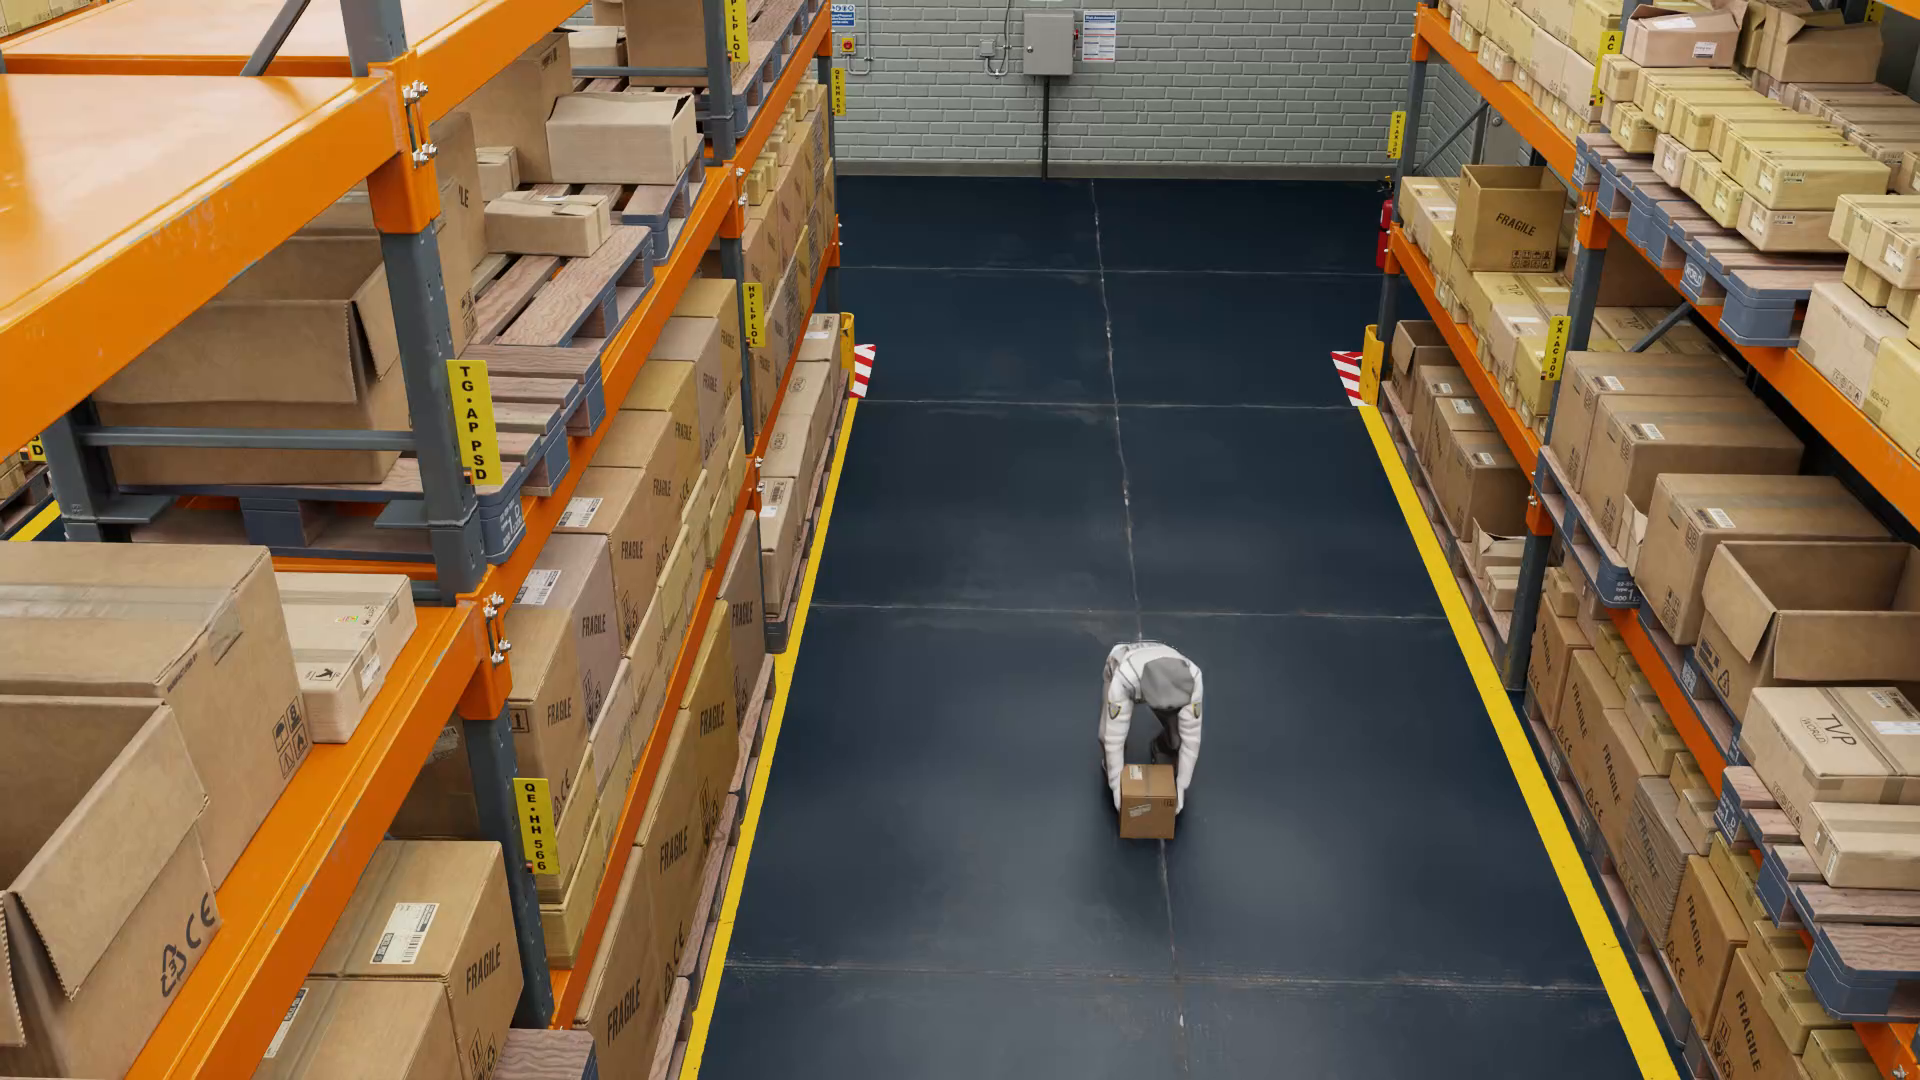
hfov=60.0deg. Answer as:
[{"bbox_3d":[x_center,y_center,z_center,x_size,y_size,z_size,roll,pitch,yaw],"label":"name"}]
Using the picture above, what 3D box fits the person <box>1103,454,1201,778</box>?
[{"bbox_3d":[0.899,0.398,7.856,0.446,1.691,0.530,1,28,2],"label":"person"}]
